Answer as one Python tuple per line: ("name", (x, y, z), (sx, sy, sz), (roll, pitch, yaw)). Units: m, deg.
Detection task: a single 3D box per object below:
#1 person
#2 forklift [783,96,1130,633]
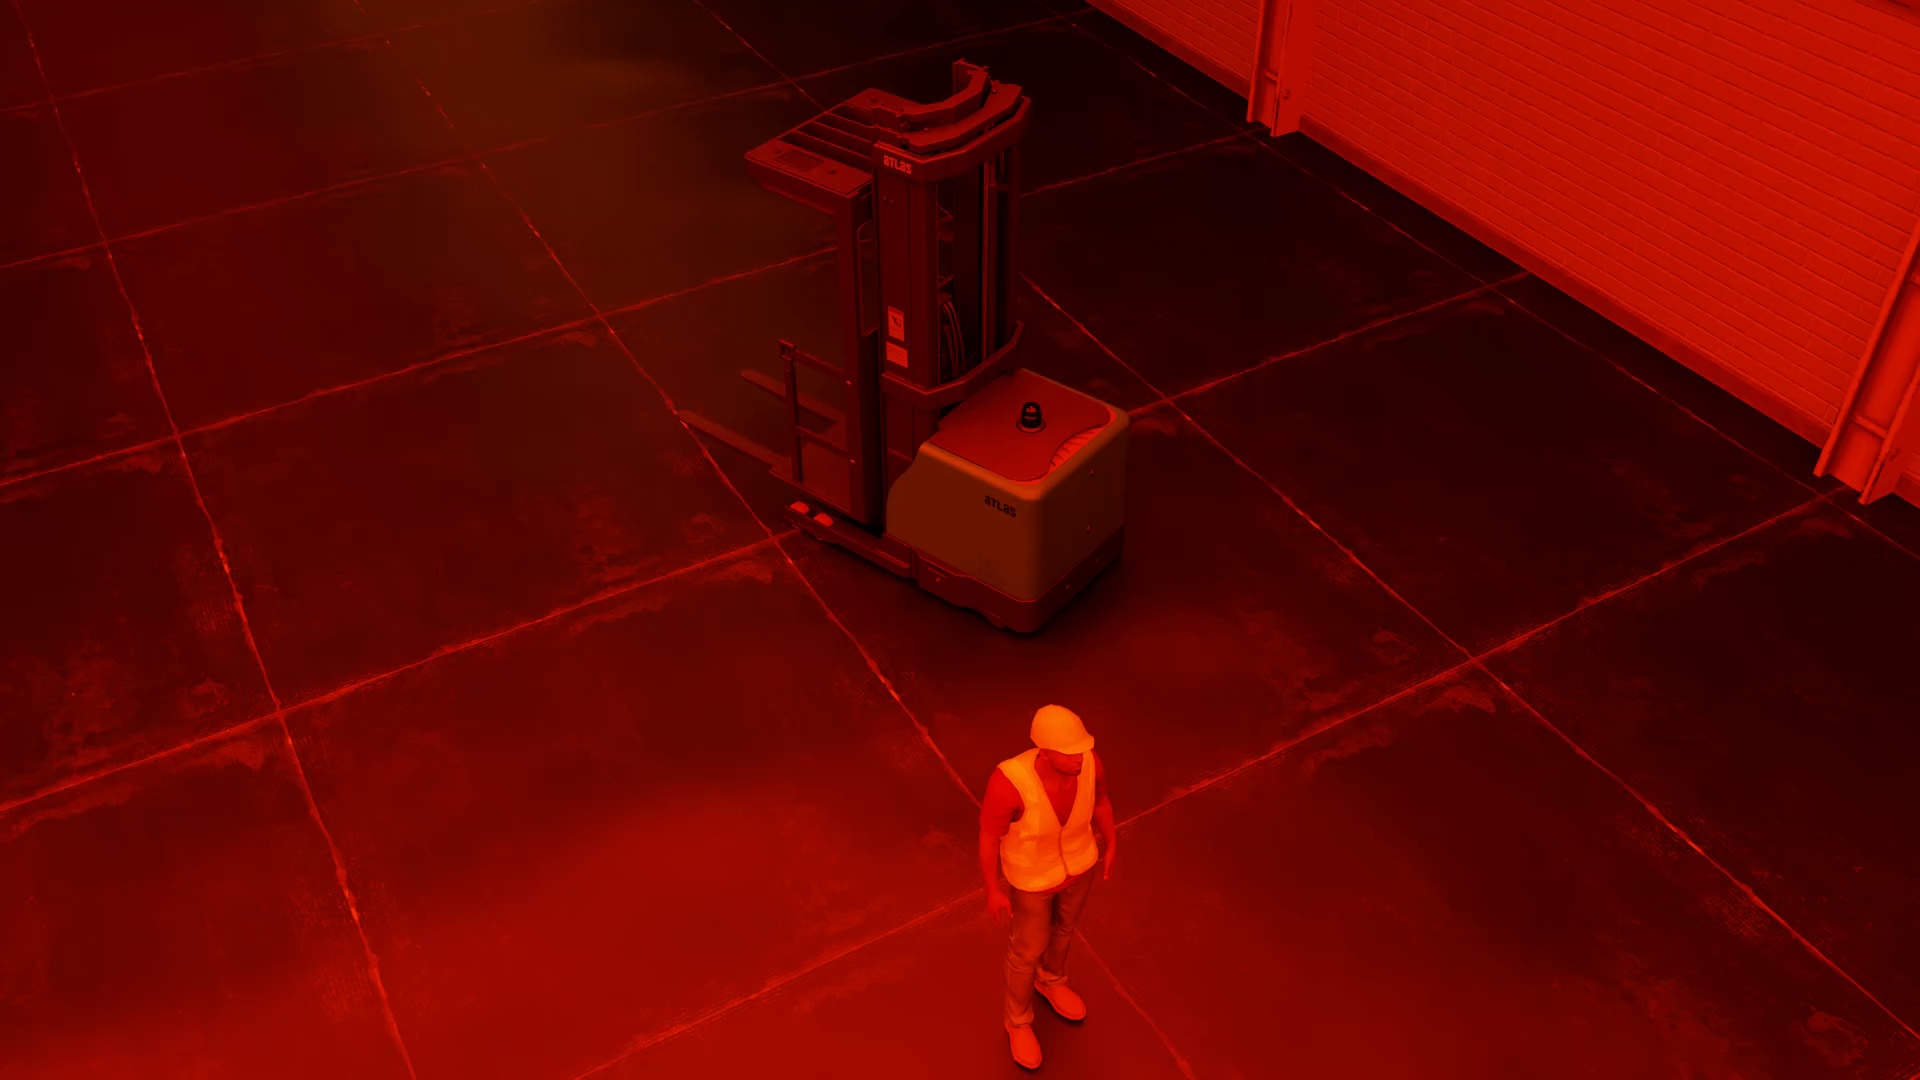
("person", (0.424, 1.459, 7.177), (0.665, 1.765, 0.577), (-20, 44, -23))
("forklift", (-0.049, -1.118, 9.454), (1.939, 2.843, 1.129), (26, 46, 28))
